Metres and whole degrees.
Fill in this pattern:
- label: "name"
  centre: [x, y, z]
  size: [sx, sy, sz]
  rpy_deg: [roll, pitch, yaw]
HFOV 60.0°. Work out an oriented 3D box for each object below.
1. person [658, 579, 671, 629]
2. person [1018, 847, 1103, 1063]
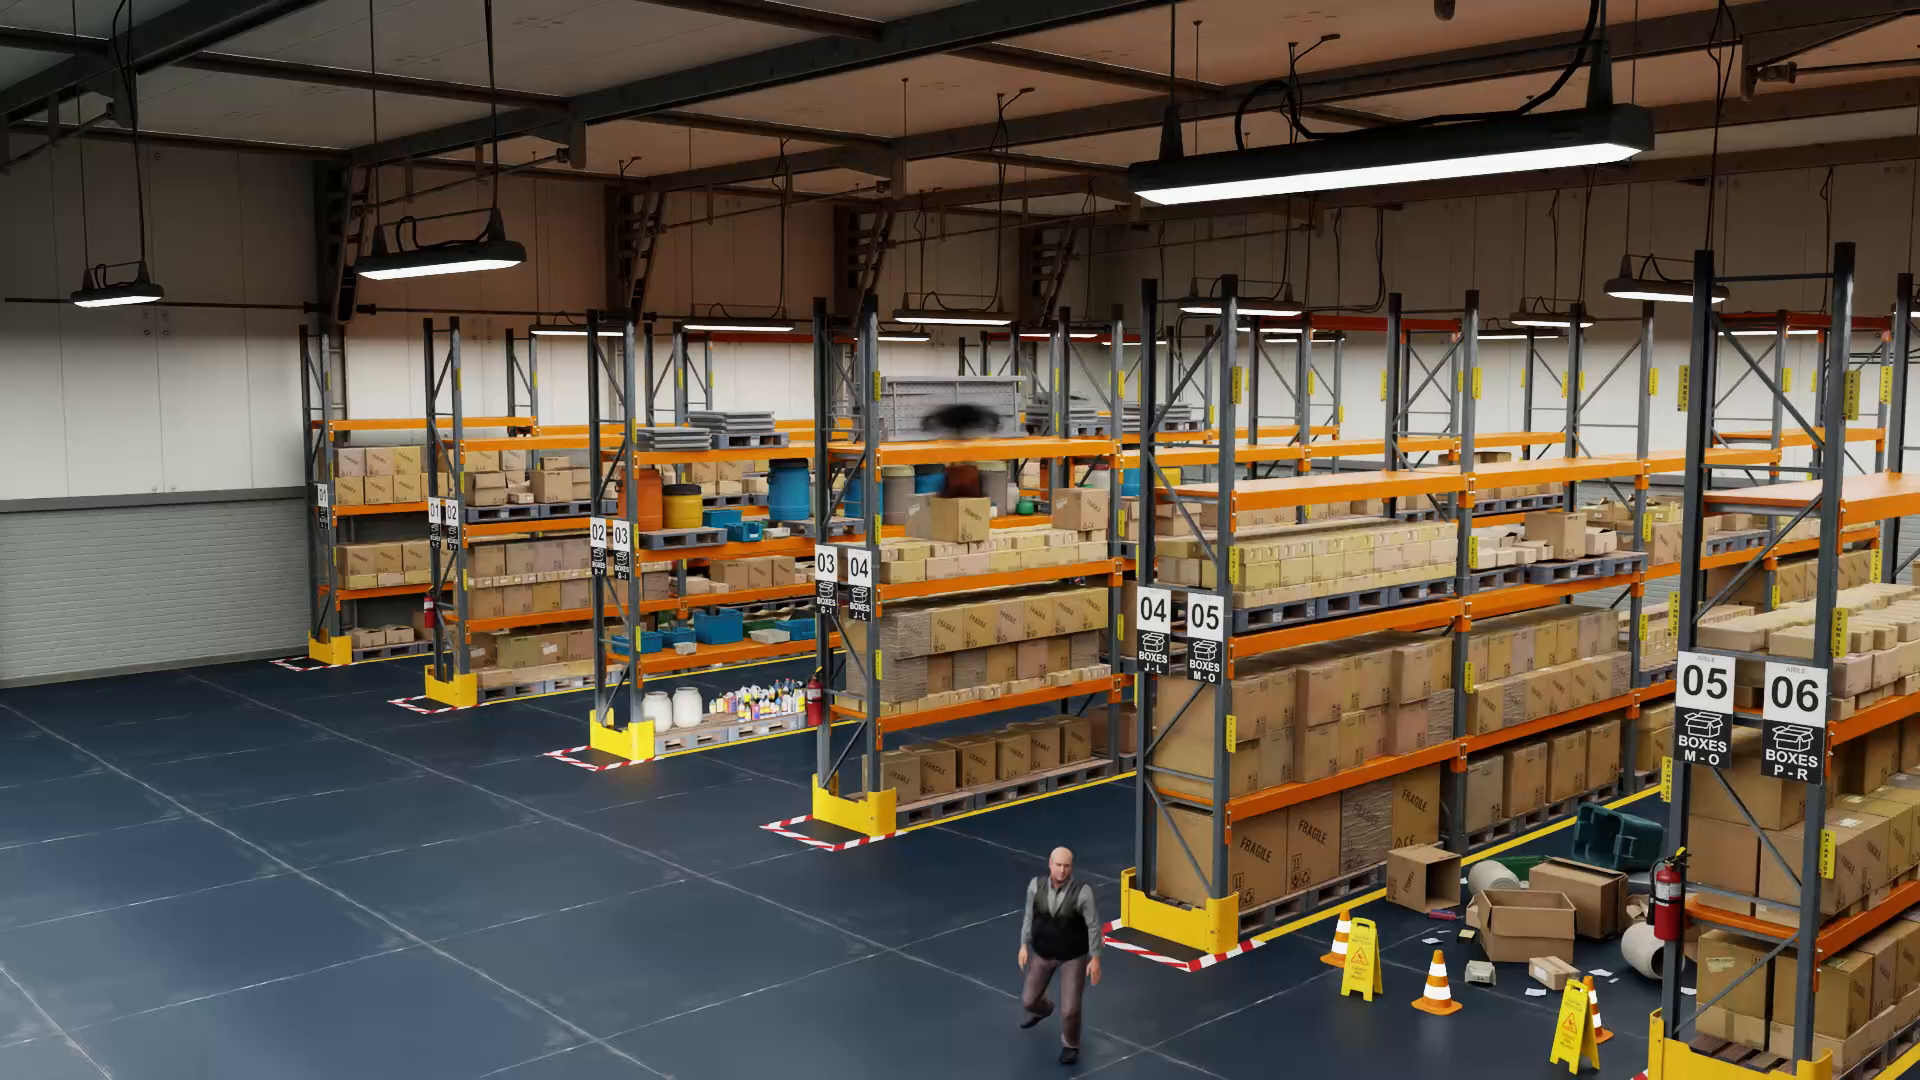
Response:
- label: "person"
  centre: [-5.508, 1.241, 30.577]
  size: [0.702, 1.680, 0.858]
  rpy_deg: [4, 7, 33]
- label: "person"
  centre: [0.757, 3.074, 12.583]
  size: [0.768, 1.649, 0.659]
  rpy_deg: [2, 6, 19]
